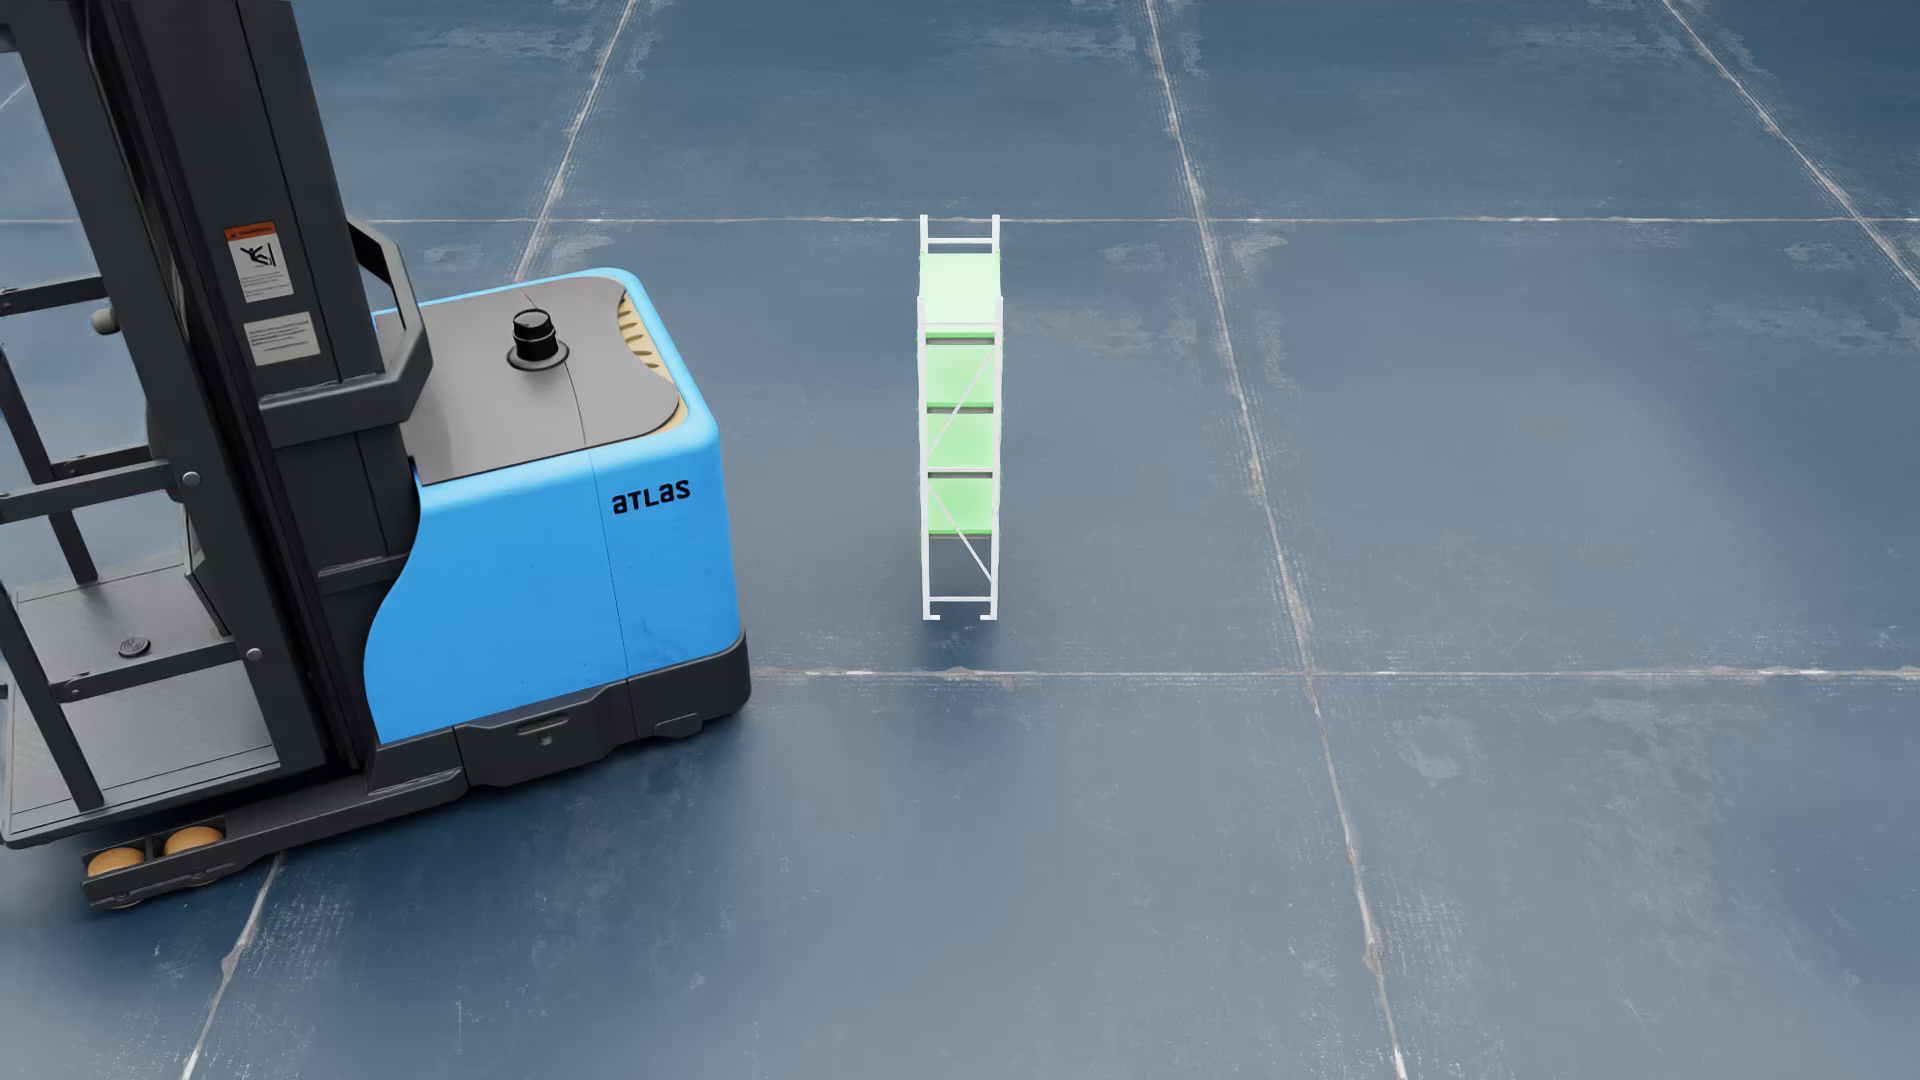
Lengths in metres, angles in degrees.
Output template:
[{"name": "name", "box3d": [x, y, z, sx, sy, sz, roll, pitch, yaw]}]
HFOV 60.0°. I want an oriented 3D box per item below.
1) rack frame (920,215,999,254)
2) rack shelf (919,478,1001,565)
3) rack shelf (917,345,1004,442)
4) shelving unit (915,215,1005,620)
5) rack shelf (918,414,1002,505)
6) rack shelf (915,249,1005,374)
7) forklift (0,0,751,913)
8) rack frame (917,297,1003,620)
[{"name": "rack frame", "box3d": [0.000, -0.517, 5.436, 0.240, 1.200, 0.015, 0, 39, 0]}, {"name": "rack shelf", "box3d": [0.000, -0.128, 5.436, 0.258, 0.148, 0.480, 0, 39, 0]}, {"name": "rack shelf", "box3d": [0.000, -0.502, 5.135, 0.258, 0.148, 0.480, 0, 39, 0]}, {"name": "shelving unit", "box3d": [0.000, -0.365, 5.246, 0.258, 1.200, 0.503, 0, 39, 0]}, {"name": "rack shelf", "box3d": [0.000, -0.315, 5.286, 0.258, 0.148, 0.480, 0, 39, 0]}, {"name": "rack shelf", "box3d": [0.000, -0.689, 4.985, 0.258, 0.148, 0.480, 0, 39, 0]}, {"name": "forklift", "box3d": [-2.201, -0.524, 4.060, 3.031, 2.935, 1.130, -15, 41, -18]}, {"name": "rack frame", "box3d": [0.000, -0.212, 5.055, 0.240, 1.200, 0.015, 0, 39, 0]}]
